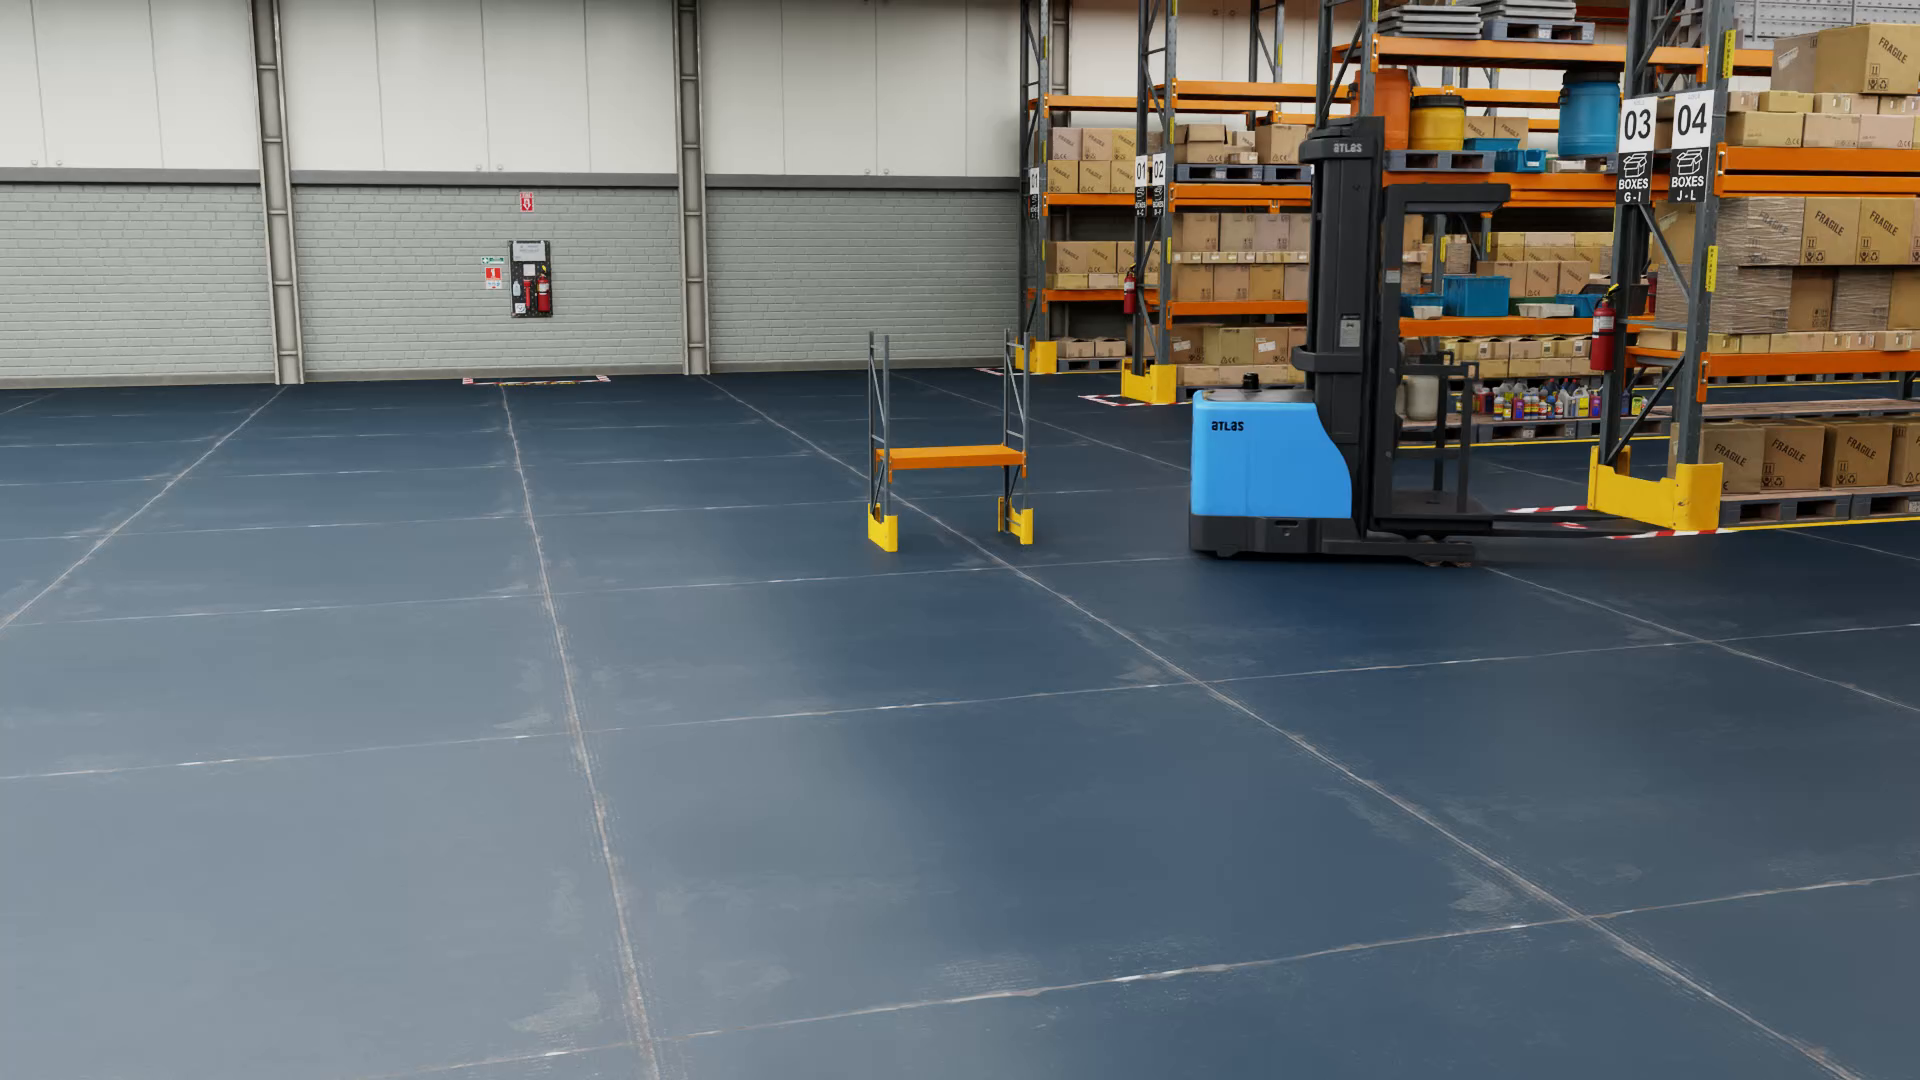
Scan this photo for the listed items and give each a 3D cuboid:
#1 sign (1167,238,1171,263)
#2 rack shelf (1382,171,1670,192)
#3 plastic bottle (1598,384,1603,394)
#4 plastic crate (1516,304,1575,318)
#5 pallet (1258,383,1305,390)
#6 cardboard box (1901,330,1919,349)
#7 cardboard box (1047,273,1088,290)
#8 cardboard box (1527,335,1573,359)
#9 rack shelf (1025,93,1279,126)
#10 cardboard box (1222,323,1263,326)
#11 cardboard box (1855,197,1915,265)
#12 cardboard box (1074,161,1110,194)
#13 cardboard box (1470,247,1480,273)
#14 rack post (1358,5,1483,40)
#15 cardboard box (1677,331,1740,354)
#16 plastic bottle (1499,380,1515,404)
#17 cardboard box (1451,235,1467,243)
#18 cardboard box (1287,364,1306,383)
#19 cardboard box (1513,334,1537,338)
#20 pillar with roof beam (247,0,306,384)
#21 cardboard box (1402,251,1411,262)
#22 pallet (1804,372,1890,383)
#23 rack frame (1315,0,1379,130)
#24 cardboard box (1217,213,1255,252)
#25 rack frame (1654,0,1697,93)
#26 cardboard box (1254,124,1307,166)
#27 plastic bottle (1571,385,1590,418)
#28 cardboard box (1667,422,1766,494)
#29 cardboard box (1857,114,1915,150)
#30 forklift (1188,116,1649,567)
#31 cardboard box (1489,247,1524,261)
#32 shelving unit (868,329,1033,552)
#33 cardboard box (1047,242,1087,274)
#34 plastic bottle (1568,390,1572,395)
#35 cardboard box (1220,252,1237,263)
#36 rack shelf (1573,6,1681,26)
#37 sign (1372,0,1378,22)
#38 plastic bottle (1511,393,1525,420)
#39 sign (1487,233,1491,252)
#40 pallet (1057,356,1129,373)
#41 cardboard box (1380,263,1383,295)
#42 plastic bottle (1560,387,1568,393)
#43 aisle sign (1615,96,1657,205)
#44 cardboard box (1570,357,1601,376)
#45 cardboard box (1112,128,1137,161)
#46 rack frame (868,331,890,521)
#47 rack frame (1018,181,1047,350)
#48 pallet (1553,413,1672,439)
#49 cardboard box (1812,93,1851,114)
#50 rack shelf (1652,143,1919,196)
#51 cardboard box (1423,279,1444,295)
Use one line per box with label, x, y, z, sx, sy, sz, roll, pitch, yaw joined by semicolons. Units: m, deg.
sign;2.694;-3.732;21.423;0.005;0.325;0.100;-3;11;-16
rack shelf;5.845;-3.725;17.699;4.000;0.370;1.077;-3;11;-16
plastic bottle;7.337;-1.640;18.989;0.097;0.271;0.097;0;10;0
plastic crate;6.277;-2.449;17.793;0.437;0.136;0.530;-3;11;-16
pallet;4.436;-2.100;22.868;1.213;0.211;1.003;-3;11;-16
cardboard box;7.320;-1.586;13.069;0.250;0.149;0.380;-3;11;-16
cardboard box;1.713;-4.130;26.557;0.500;0.250;0.500;-3;11;-18
cardboard box;8.327;-2.752;23.596;0.500;0.311;0.500;-3;11;-14
rack shelf;3.076;-6.921;26.782;4.000;0.370;1.077;-3;11;-16
cardboard box;3.932;-2.719;22.894;0.500;0.500;0.500;-3;11;-16
cardboard box;6.875;-2.359;12.715;0.500;0.500;0.500;-3;11;-16
cardboard box;2.073;-5.753;26.398;0.500;0.500;0.500;-2;11;-12
cardboard box;9.217;-4.905;29.251;0.500;0.500;0.500;-3;11;-16
rack post;4.686;-5.223;16.945;0.954;0.300;0.937;-2;11;-10
cardboard box;5.650;-1.491;12.554;0.250;0.149;0.380;-3;11;-16
plastic bottle;6.107;-1.609;18.605;0.185;0.351;0.144;-3;11;-14
cardboard box;8.514;-5.191;28.679;0.250;0.149;0.380;-5;11;-23
cardboard box;4.562;-2.282;22.593;0.500;0.250;0.500;-3;11;-16
cardboard box;8.155;-2.844;24.094;0.500;0.311;0.500;-3;11;-17
pillar with roof beam;-8.732;-6.005;19.813;0.400;9.000;9.100;-3;11;-16
cardboard box;5.946;-3.871;22.722;0.250;0.149;0.380;-3;11;-17
pallet;13.296;-2.552;25.326;1.213;0.211;1.003;-3;11;-16
rack frame;3.925;-5.453;16.812;0.127;3.000;1.000;-3;11;-16
cardboard box;3.550;-4.103;22.188;0.500;0.500;0.700;-3;11;-17
rack frame;10.225;-6.719;23.690;0.127;3.000;1.000;-3;11;-16
cardboard box;4.215;-5.200;21.901;0.500;0.500;0.500;-3;11;-16
plastic bottle;6.734;-1.510;18.064;0.185;0.351;0.144;-3;11;-16
cardboard box;5.914;-0.647;13.023;0.500;0.500;0.500;-1;10;-5
cardboard box;6.815;-3.074;12.589;0.500;0.250;0.500;-3;11;-16
forklift;3.125;-1.363;11.353;3.031;2.935;1.130;1;11;7
cardboard box;9.375;-4.815;28.764;0.500;0.500;0.500;-3;11;-14
shelving unit;-0.073;-0.734;11.890;1.083;1.500;0.587;-3;11;-16
cardboard box;1.698;-4.502;26.502;0.500;0.500;0.500;-3;11;-16
plastic bottle;6.680;-1.493;18.160;0.133;0.283;0.061;-3;11;-16
cardboard box;3.474;-3.741;22.013;0.250;0.149;0.380;-3;11;-16
rack shelf;10.757;-8.962;28.680;4.000;0.370;1.077;-3;11;-16
sign;4.075;-5.254;16.311;0.005;0.325;0.100;-3;11;-16
plastic bottle;5.975;-1.429;17.811;0.133;0.283;0.061;-3;11;-15
sign;8.998;-5.066;28.302;0.005;0.325;0.100;-3;11;-16
pallet;2.019;-2.892;27.174;1.213;0.211;1.003;-3;11;-16
cardboard box;5.456;-3.564;22.845;0.500;0.500;0.700;-3;11;-17
plastic bottle;6.769;-1.583;18.678;0.097;0.271;0.097;0;10;0
aisle sign;5.166;-2.969;12.709;0.004;0.787;0.394;-3;11;-16
cardboard box;8.811;-2.502;23.788;0.500;0.250;0.500;-3;11;-15
cardboard box;2.578;-6.272;26.456;0.500;0.500;0.500;-3;11;-14
rack frame;-0.570;-0.708;11.748;0.032;1.500;0.500;-3;11;-16
rack frame;1.156;-4.225;26.710;0.127;3.000;1.000;-3;11;-16
pallet;7.109;-1.307;18.562;1.213;0.211;1.003;-3;11;-16
cardboard box;6.404;-3.245;12.415;0.250;0.149;0.380;-3;11;-14
rack shelf;7.230;-2.864;13.022;4.000;0.370;1.077;-3;11;-16
cardboard box;6.845;-3.525;23.324;0.500;0.250;0.500;-2;11;-12
